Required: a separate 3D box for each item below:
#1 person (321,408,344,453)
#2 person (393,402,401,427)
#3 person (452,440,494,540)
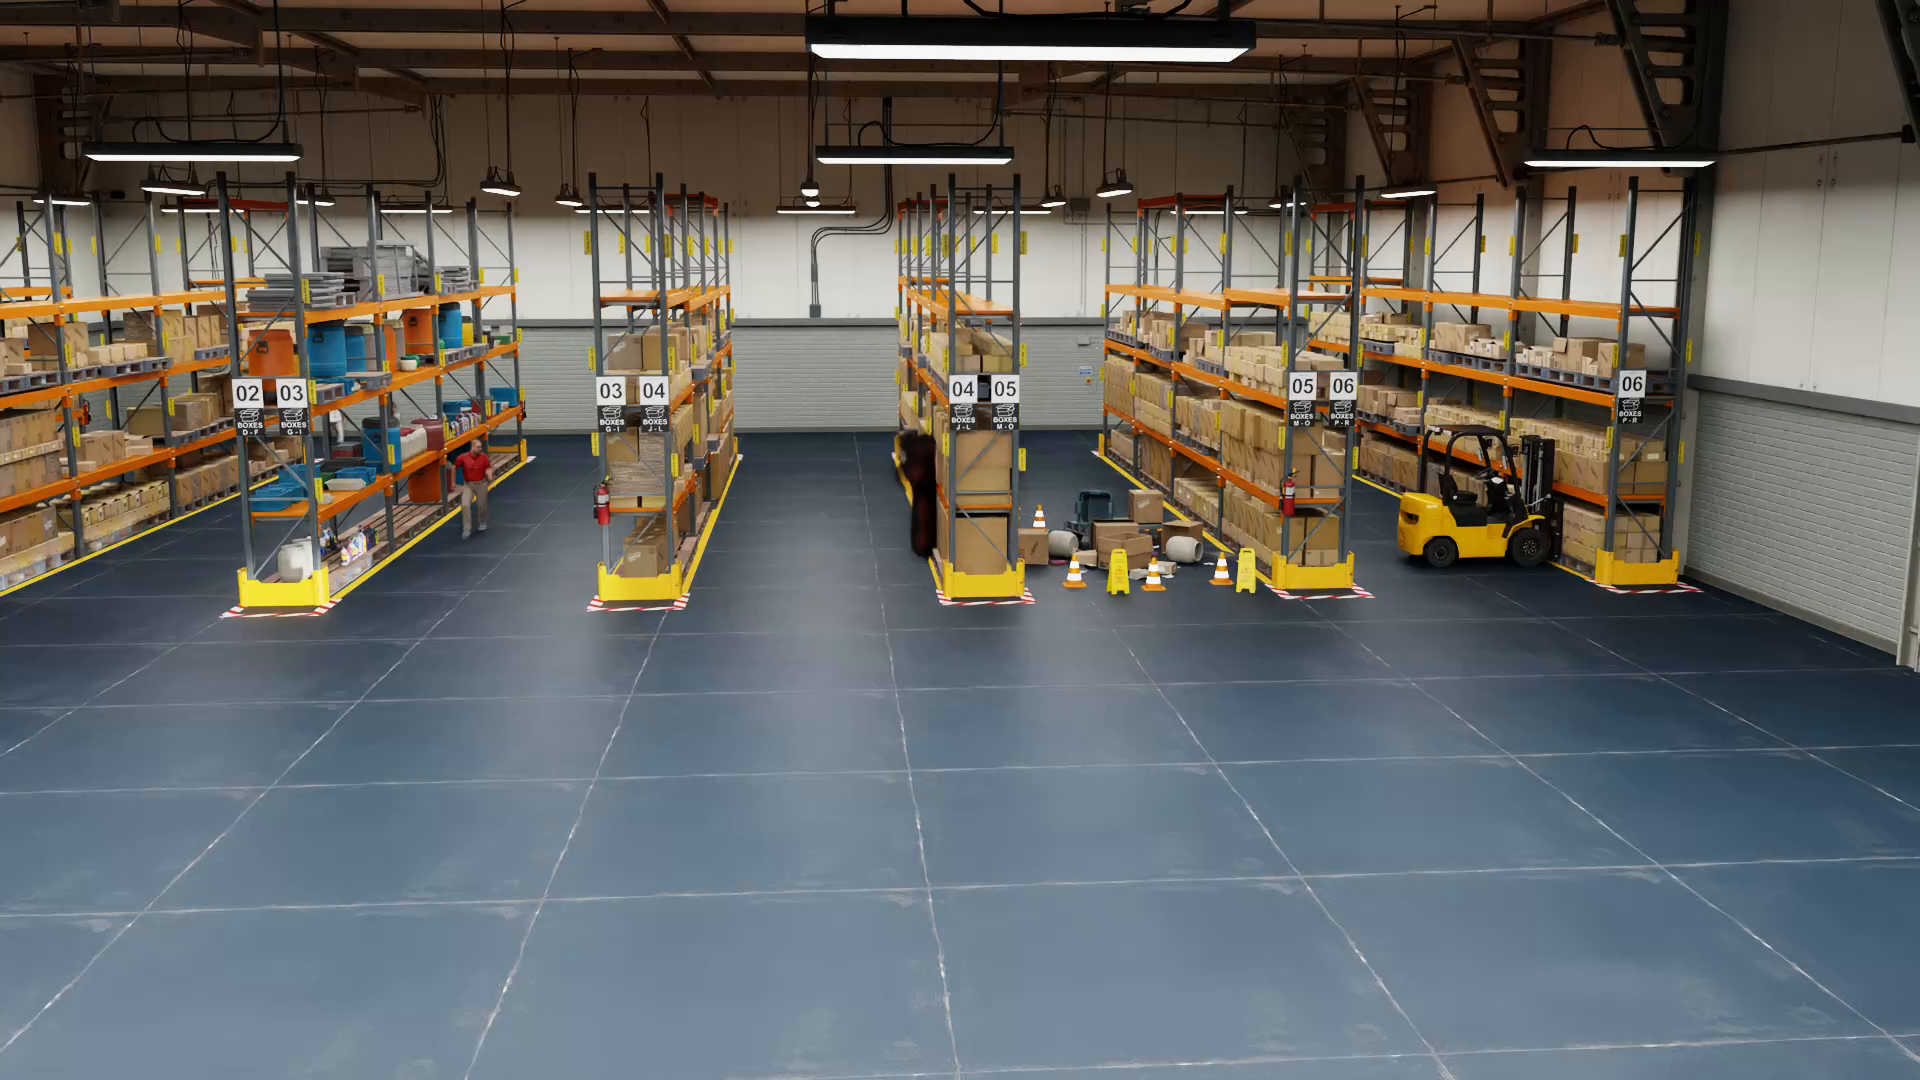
[{"bbox_3d":[-15.093,-2.871,40.065,0.616,1.729,1.026,-7,12,-35],"label":"person"},{"bbox_3d":[-12.781,-2.341,37.469,0.402,1.542,0.823,-1,10,-6],"label":"person"},{"bbox_3d":[-8.519,-0.911,29.127,0.777,1.713,0.961,-1,10,-4],"label":"person"}]
